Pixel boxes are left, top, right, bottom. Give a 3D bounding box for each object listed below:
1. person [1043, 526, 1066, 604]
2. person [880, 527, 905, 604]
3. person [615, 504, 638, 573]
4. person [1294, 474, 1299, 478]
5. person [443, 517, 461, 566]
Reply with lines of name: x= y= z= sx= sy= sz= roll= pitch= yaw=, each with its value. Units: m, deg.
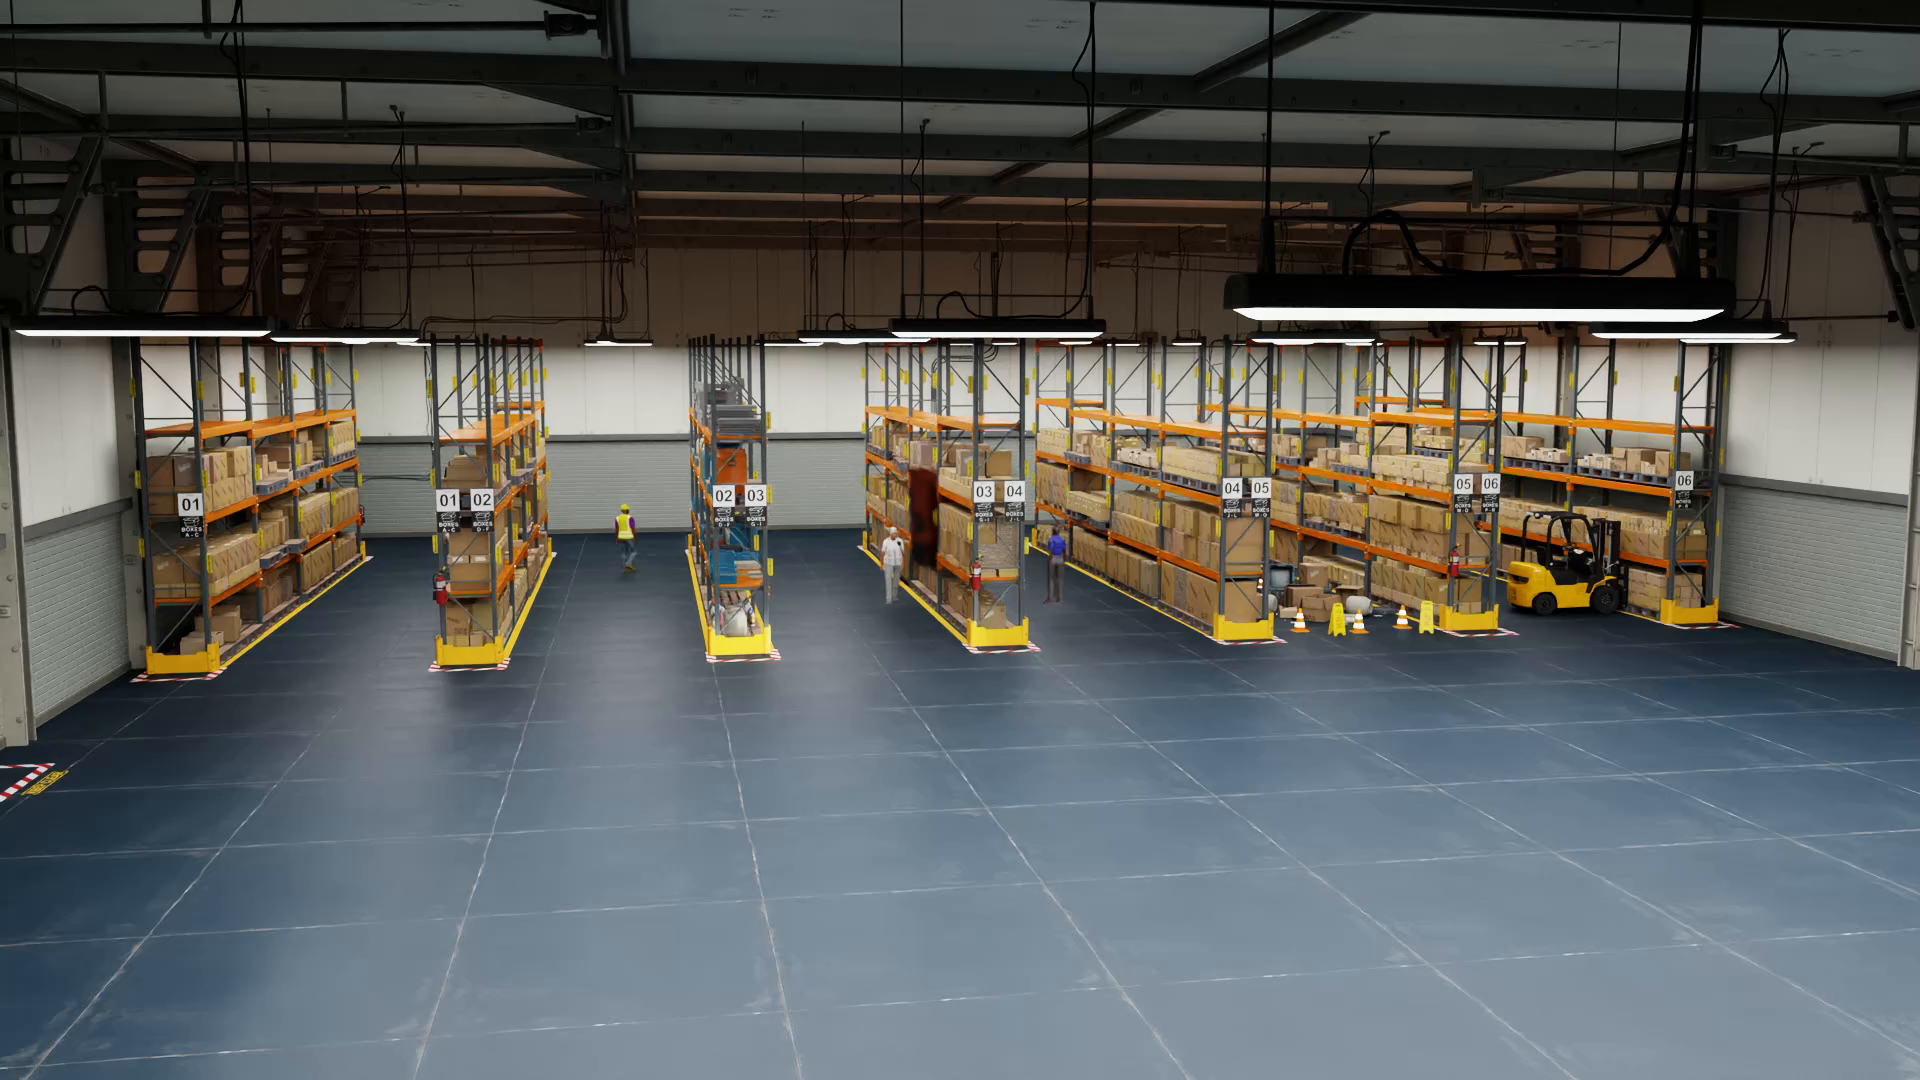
person: x=2.076 y=0.557 z=35.662 sx=0.459 sy=1.714 sz=0.589 roll=-2 pitch=7 yaw=-14
person: x=-1.429 y=0.529 z=35.575 sx=0.530 sy=1.621 sz=0.913 roll=-2 pitch=7 yaw=-17
person: x=-8.559 y=-0.031 z=42.626 sx=0.609 sy=1.769 sz=0.476 roll=3 pitch=7 yaw=21
person: x=10.905 y=-1.288 z=53.819 sx=1.011 sy=1.680 sz=0.536 roll=-4 pitch=7 yaw=-29
person: x=-13.113 y=-0.075 z=43.026 sx=0.576 sy=1.762 sz=0.533 roll=2 pitch=7 yaw=14
